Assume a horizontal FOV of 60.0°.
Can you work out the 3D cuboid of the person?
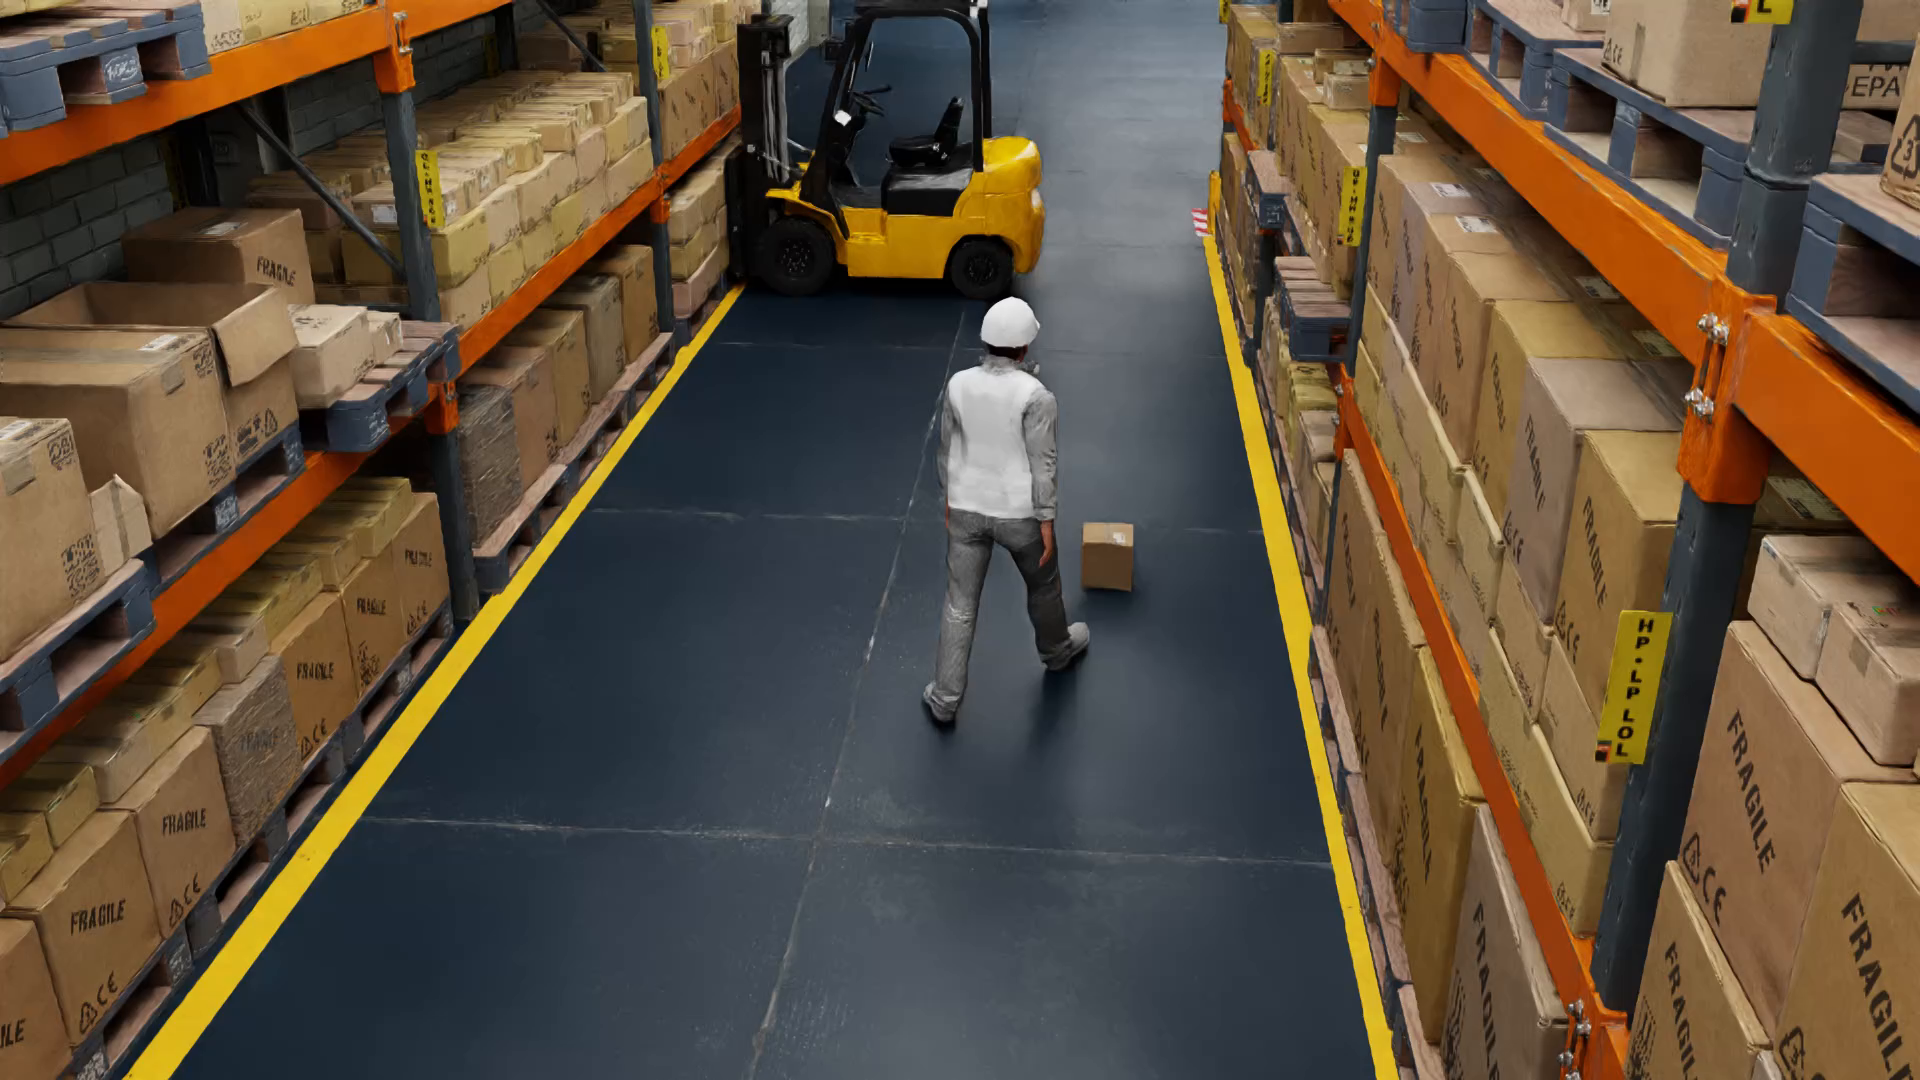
[{"bbox_3d":[0.179,-0.161,6.966,0.582,1.735,0.945,11,26,22],"label":"person"}]
